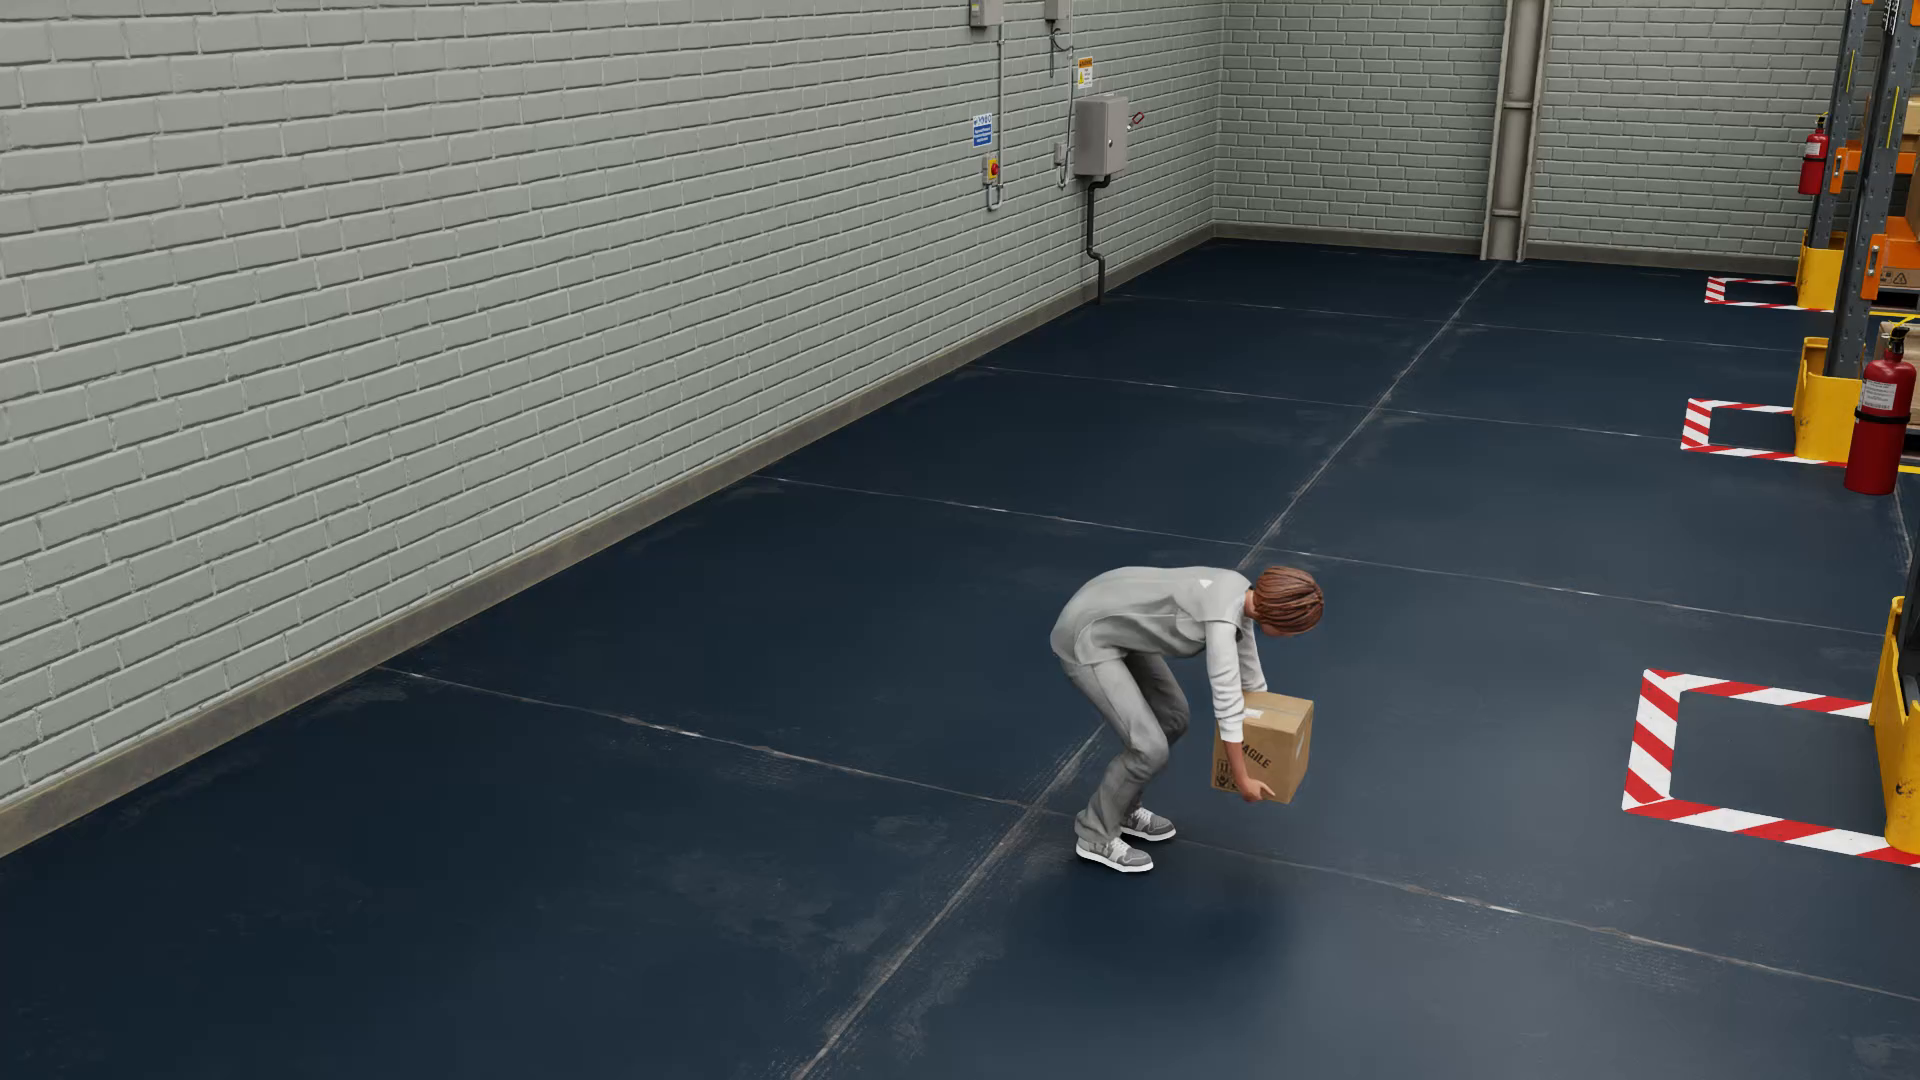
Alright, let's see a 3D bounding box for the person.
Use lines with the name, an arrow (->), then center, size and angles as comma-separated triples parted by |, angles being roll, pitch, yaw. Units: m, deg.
person -> 0.705, 0.553, 5.327 | 0.853, 1.055, 0.411 | 7, 21, 20
